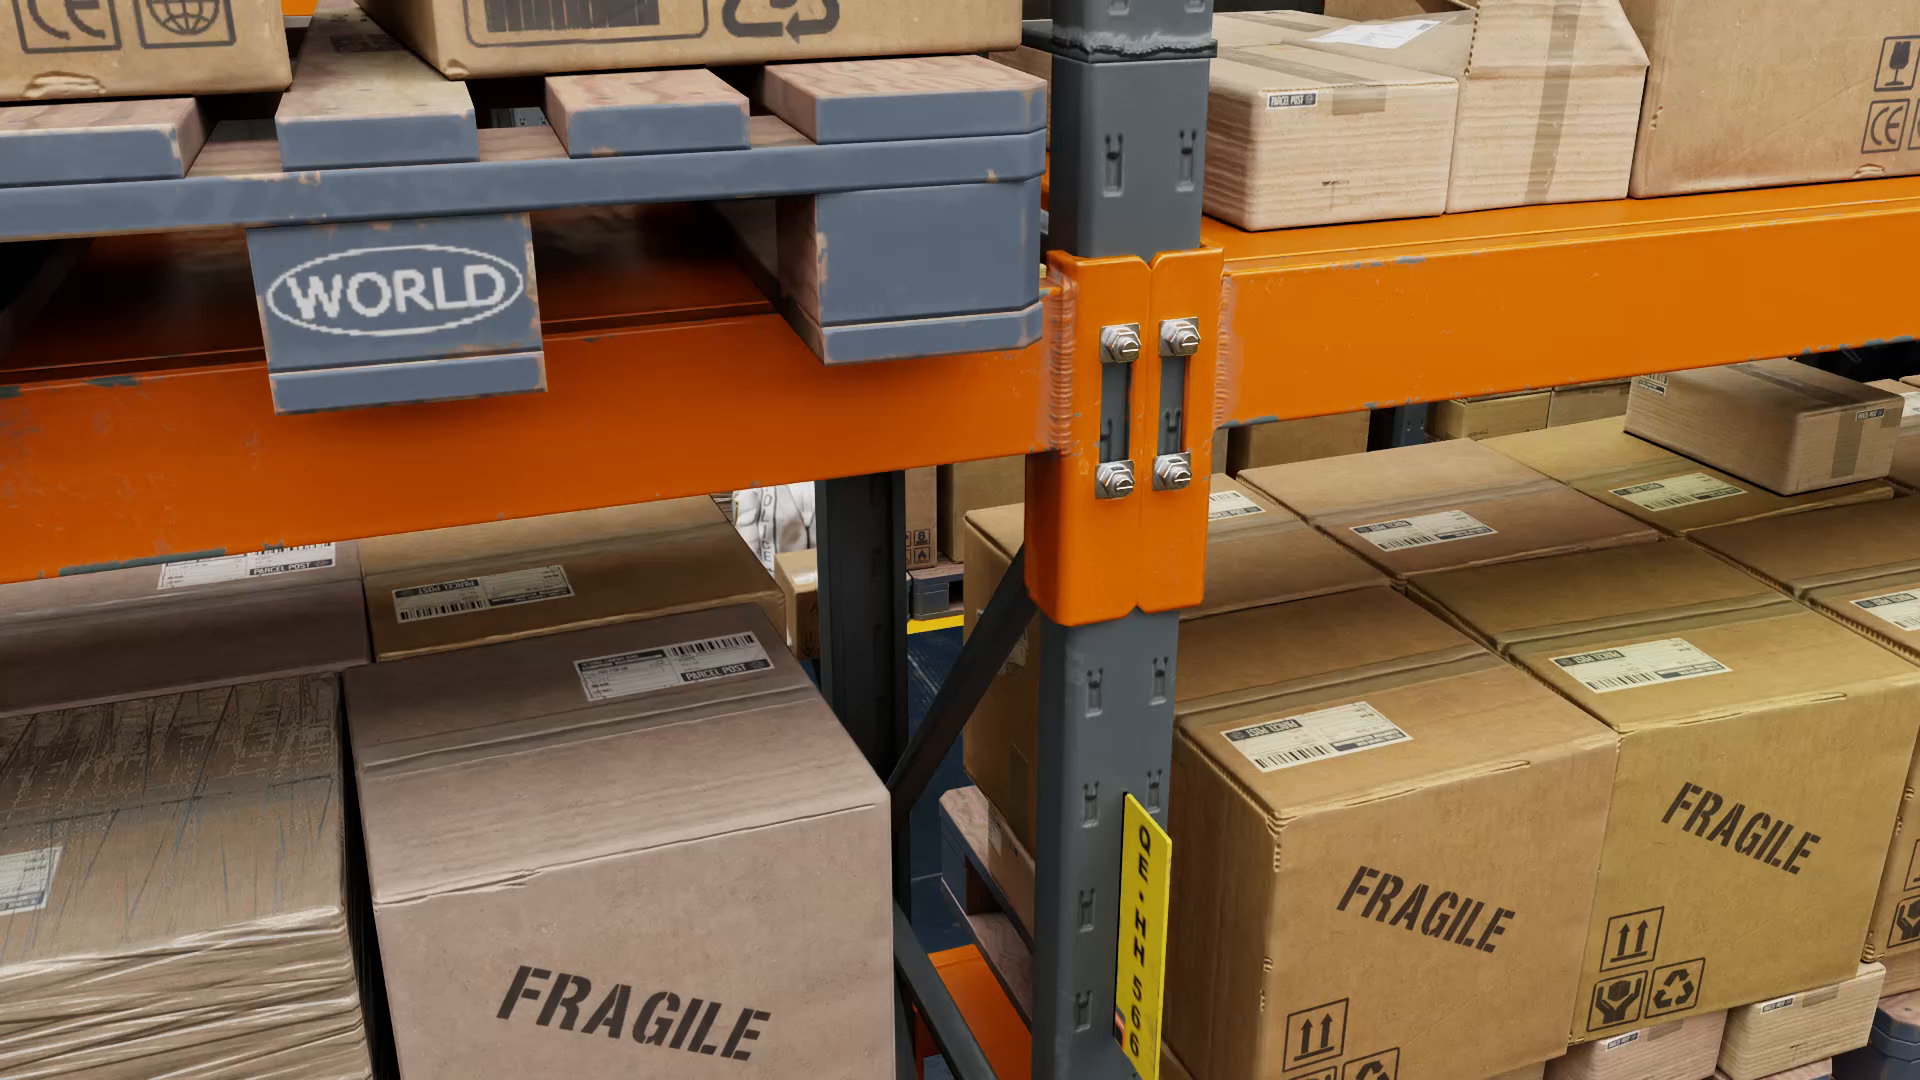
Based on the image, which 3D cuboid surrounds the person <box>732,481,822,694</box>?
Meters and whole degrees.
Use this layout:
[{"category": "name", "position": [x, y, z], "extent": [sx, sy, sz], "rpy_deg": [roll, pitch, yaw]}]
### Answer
[{"category": "person", "position": [-0.488, 0.267, 5.416], "extent": [0.469, 1.690, 0.550], "rpy_deg": [-8, 24, -19]}]
